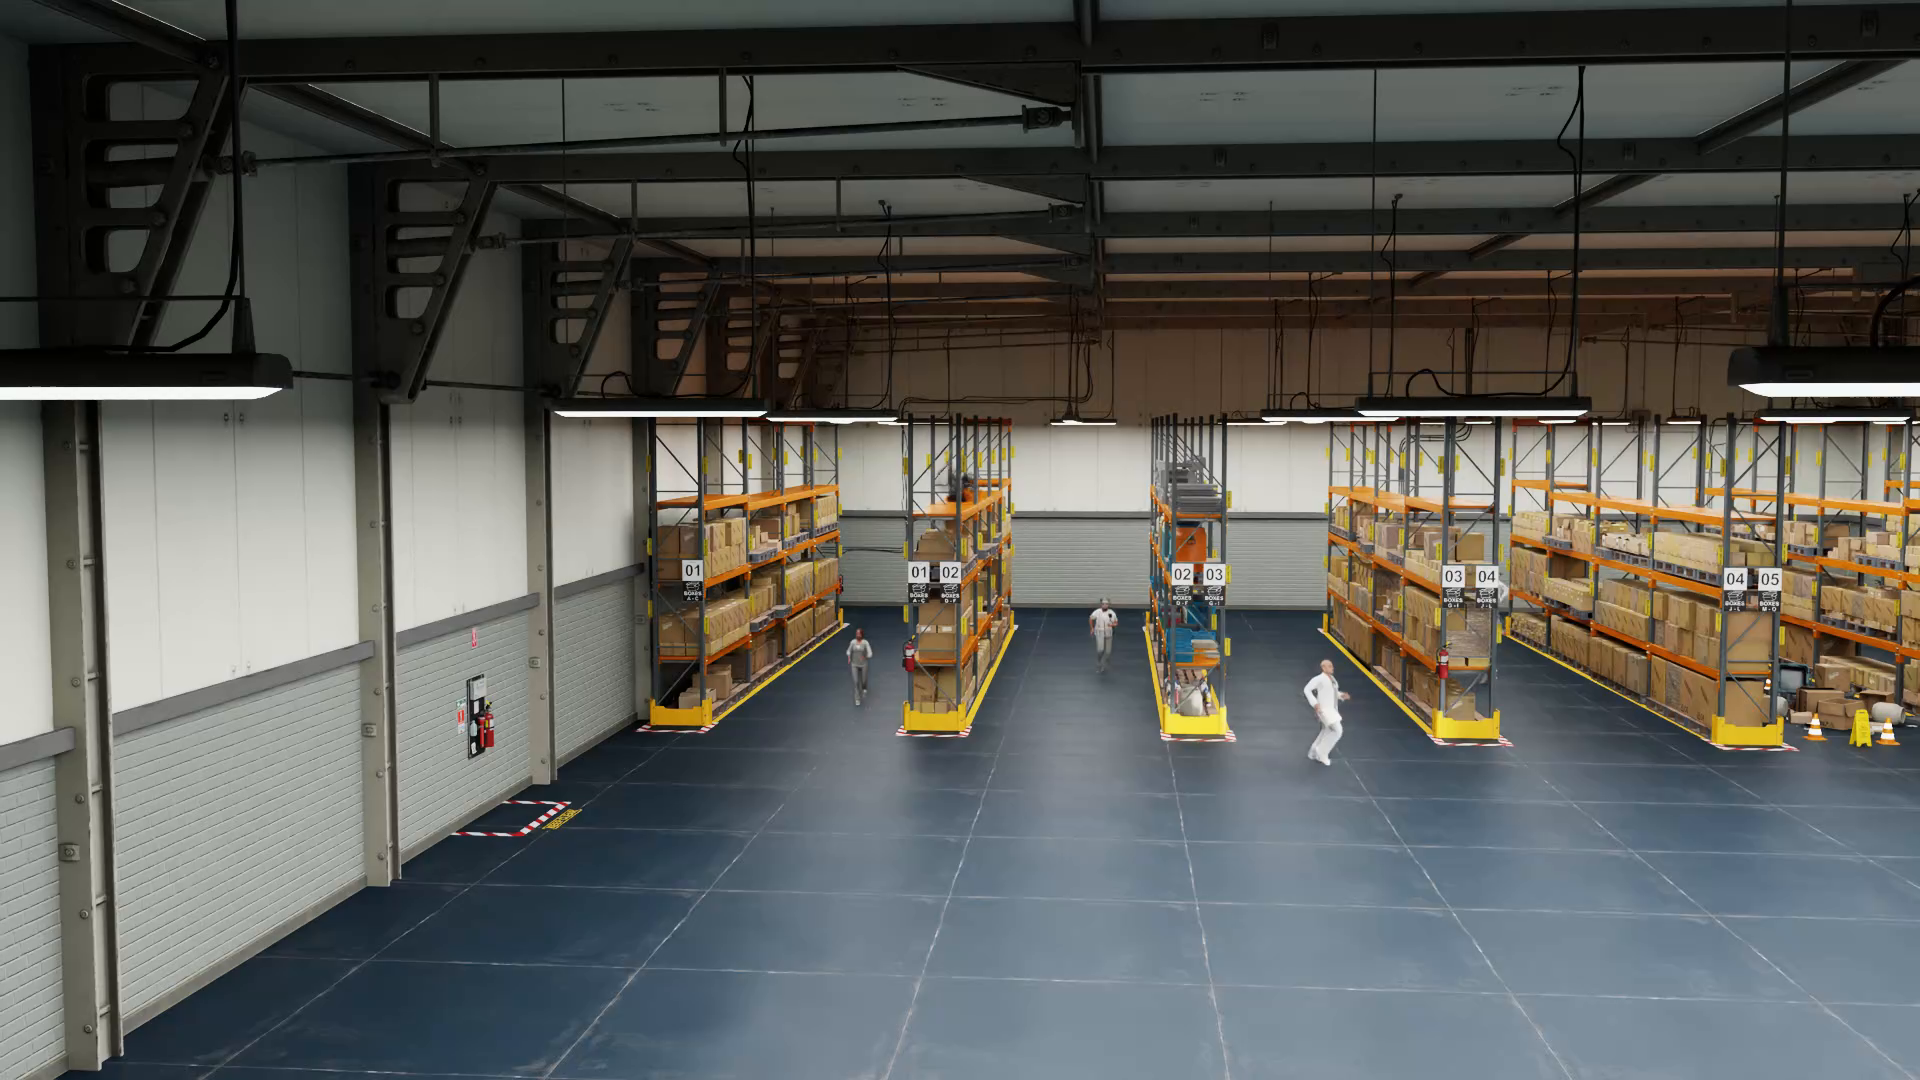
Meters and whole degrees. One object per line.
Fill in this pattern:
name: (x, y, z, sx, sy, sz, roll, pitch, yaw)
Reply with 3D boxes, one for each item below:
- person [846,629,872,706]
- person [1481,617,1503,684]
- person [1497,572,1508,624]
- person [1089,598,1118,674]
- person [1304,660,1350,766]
person: (-2.097, 2.615, 34.501, 0.546, 1.560, 0.730, 0, 4, 3)
person: (11.891, 2.338, 37.430, 0.625, 1.838, 0.763, 0, 4, 2)
person: (15.149, 1.727, 47.132, 0.812, 1.718, 0.679, -1, 4, -14)
person: (3.362, 2.237, 38.782, 0.636, 1.801, 0.713, 0, 4, -3)
person: (6.266, 2.937, 28.282, 0.761, 1.789, 0.684, 3, 5, 34)
